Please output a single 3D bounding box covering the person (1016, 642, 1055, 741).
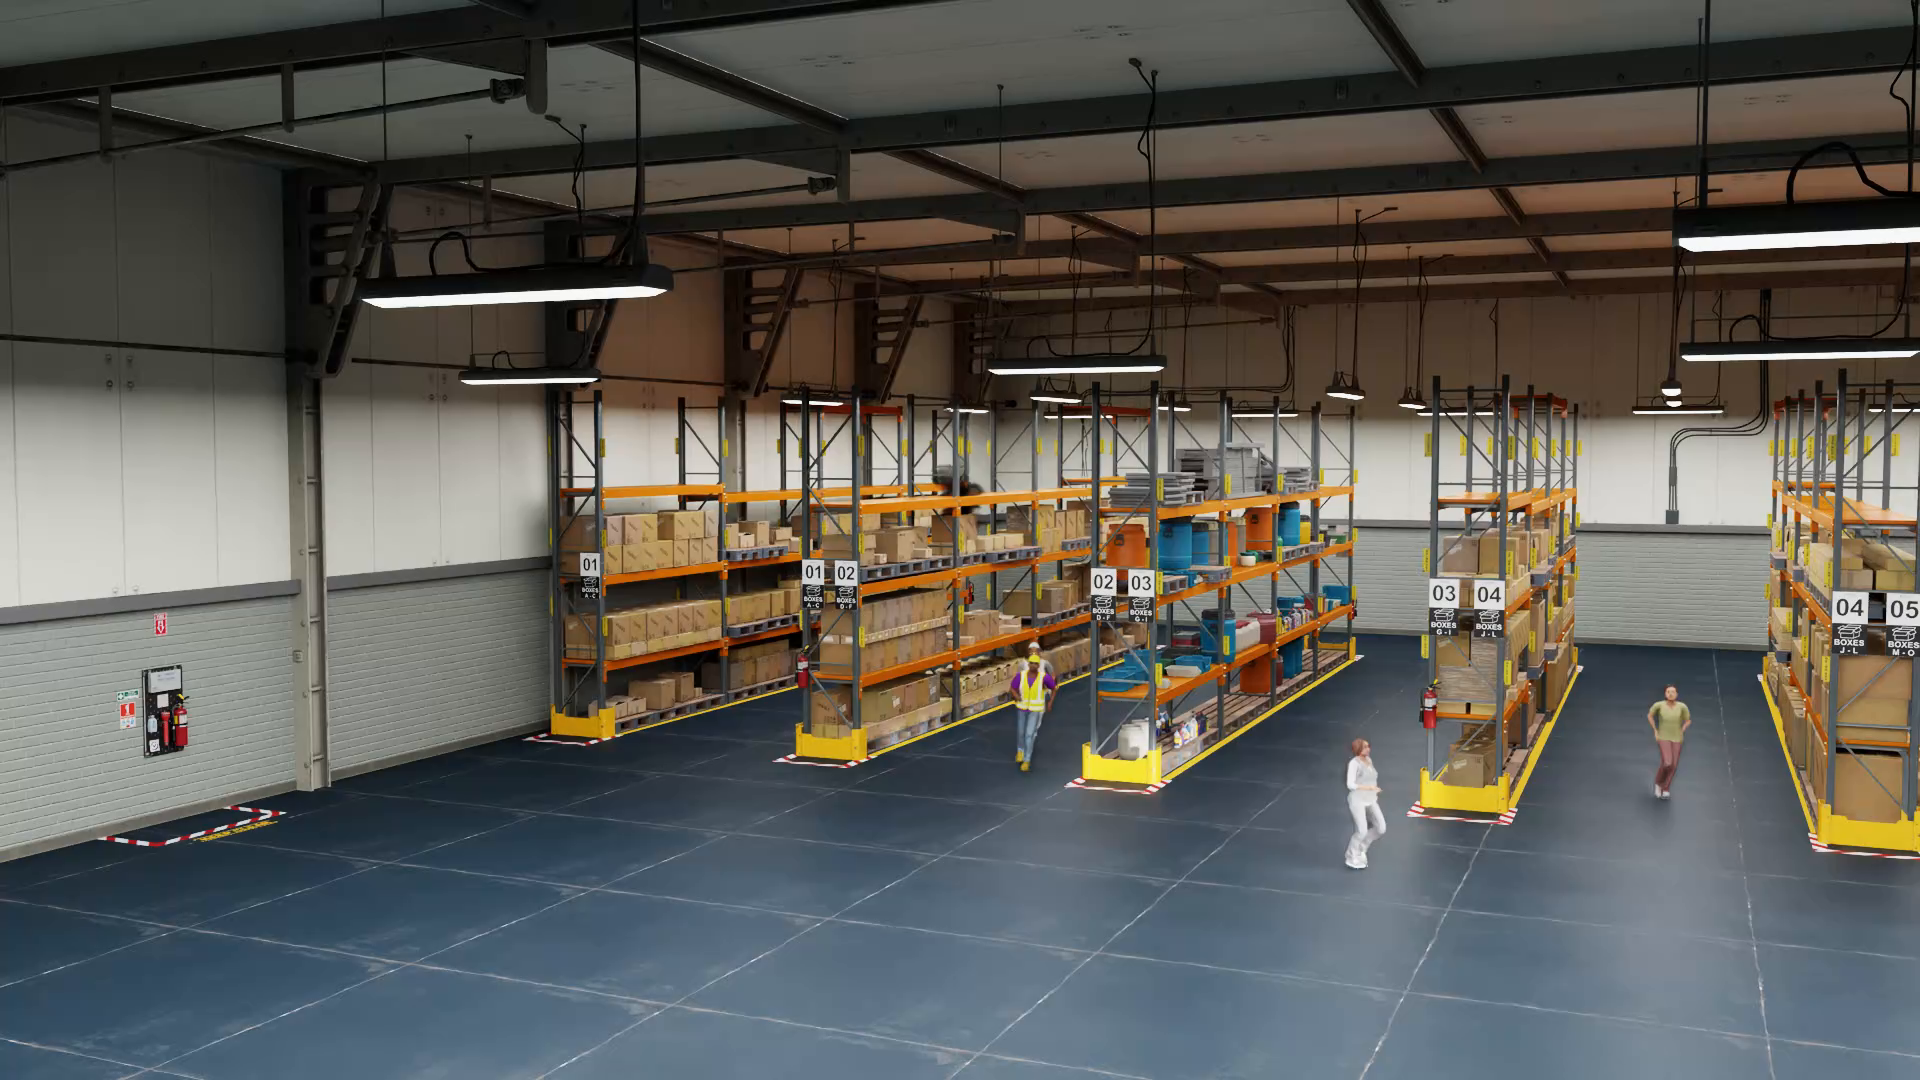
[{"bbox_3d":[1.216,2.478,27.079,0.655,1.633,0.901,0,3,6],"label":"person"}]

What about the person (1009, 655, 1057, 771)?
[{"bbox_3d":[1.118,2.663,26.019,0.738,1.764,0.903,1,3,12],"label":"person"}]

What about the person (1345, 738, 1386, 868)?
[{"bbox_3d":[4.806,3.120,19.663,0.521,1.562,0.570,-2,4,-38],"label":"person"}]

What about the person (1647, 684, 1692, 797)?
[{"bbox_3d":[10.109,2.865,23.644,0.558,1.636,0.597,1,3,10],"label":"person"}]
